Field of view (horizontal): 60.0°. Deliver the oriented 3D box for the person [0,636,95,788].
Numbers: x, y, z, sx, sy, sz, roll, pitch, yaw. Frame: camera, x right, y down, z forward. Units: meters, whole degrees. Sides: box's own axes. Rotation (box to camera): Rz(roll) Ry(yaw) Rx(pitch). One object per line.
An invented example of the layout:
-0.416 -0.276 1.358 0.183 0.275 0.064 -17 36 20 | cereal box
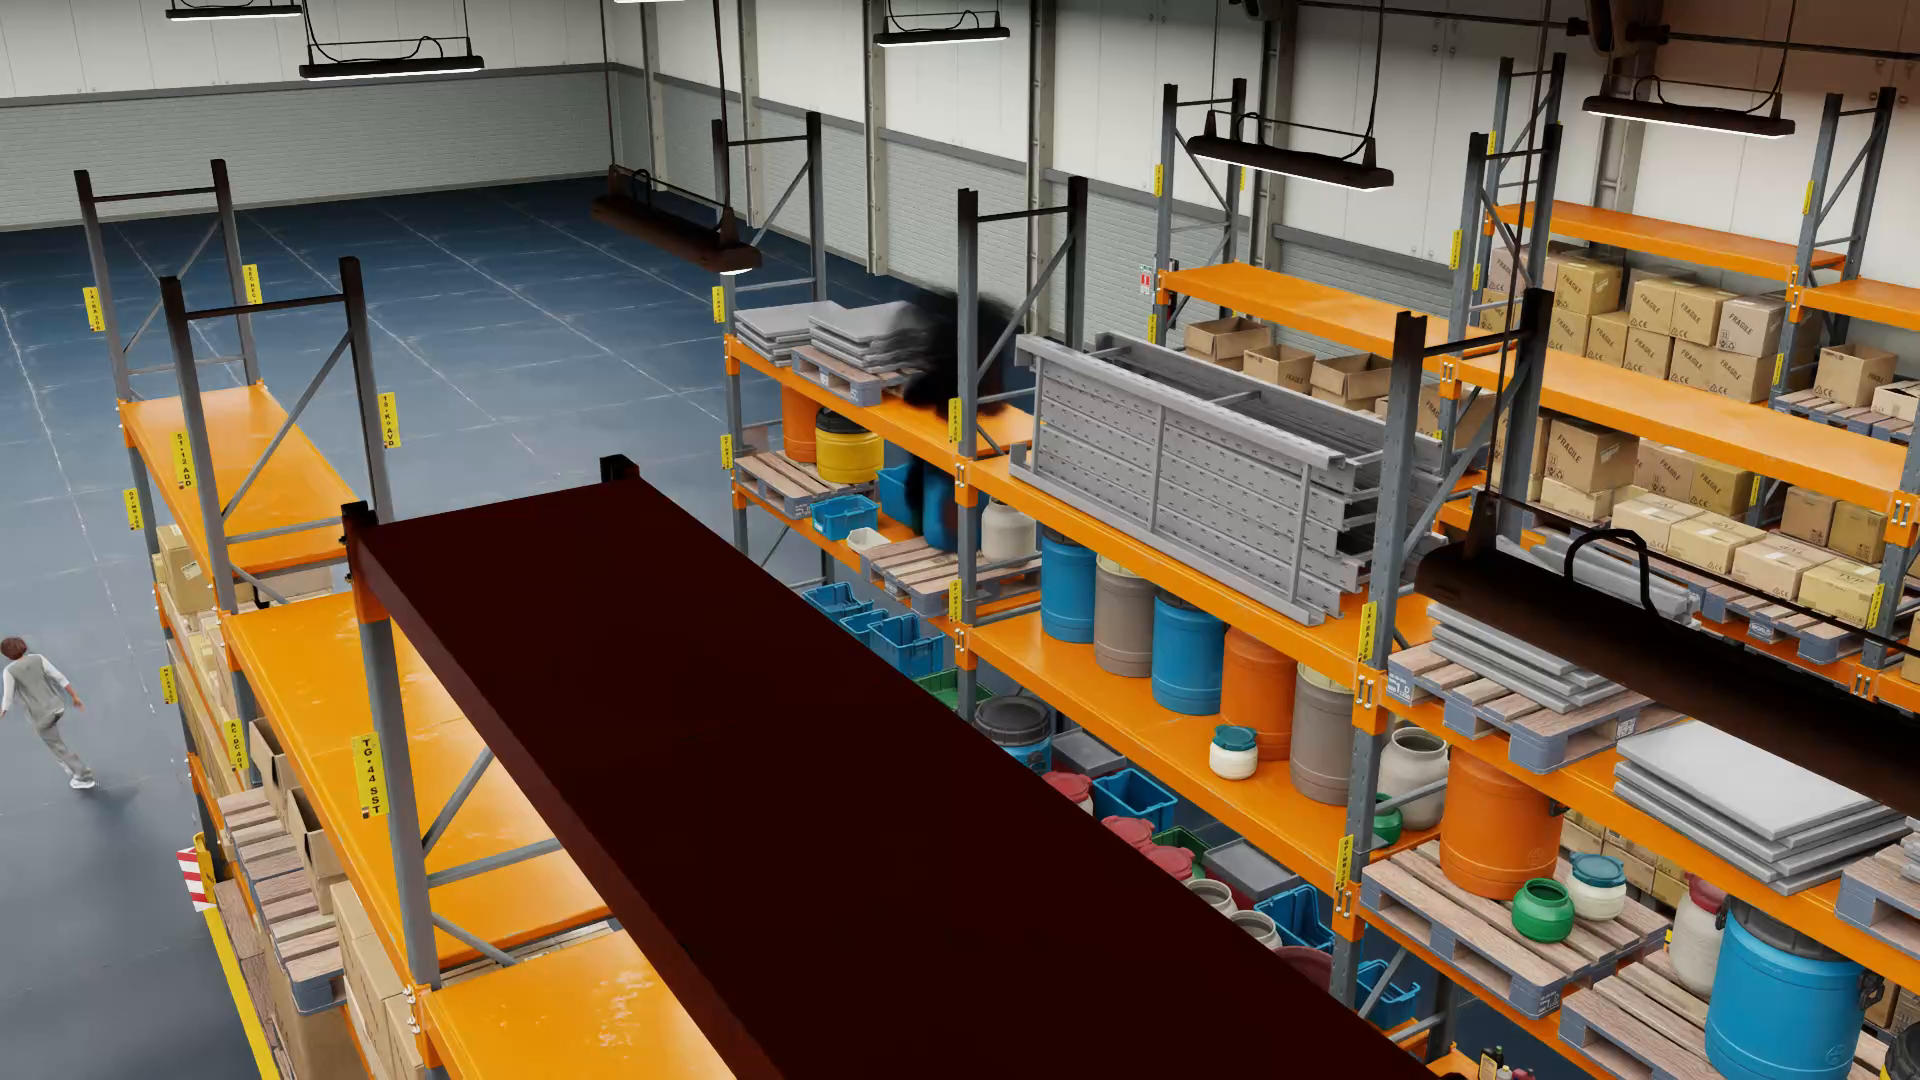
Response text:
-8.463 1.606 15.304 0.748 1.532 0.476 8 23 20 | person
